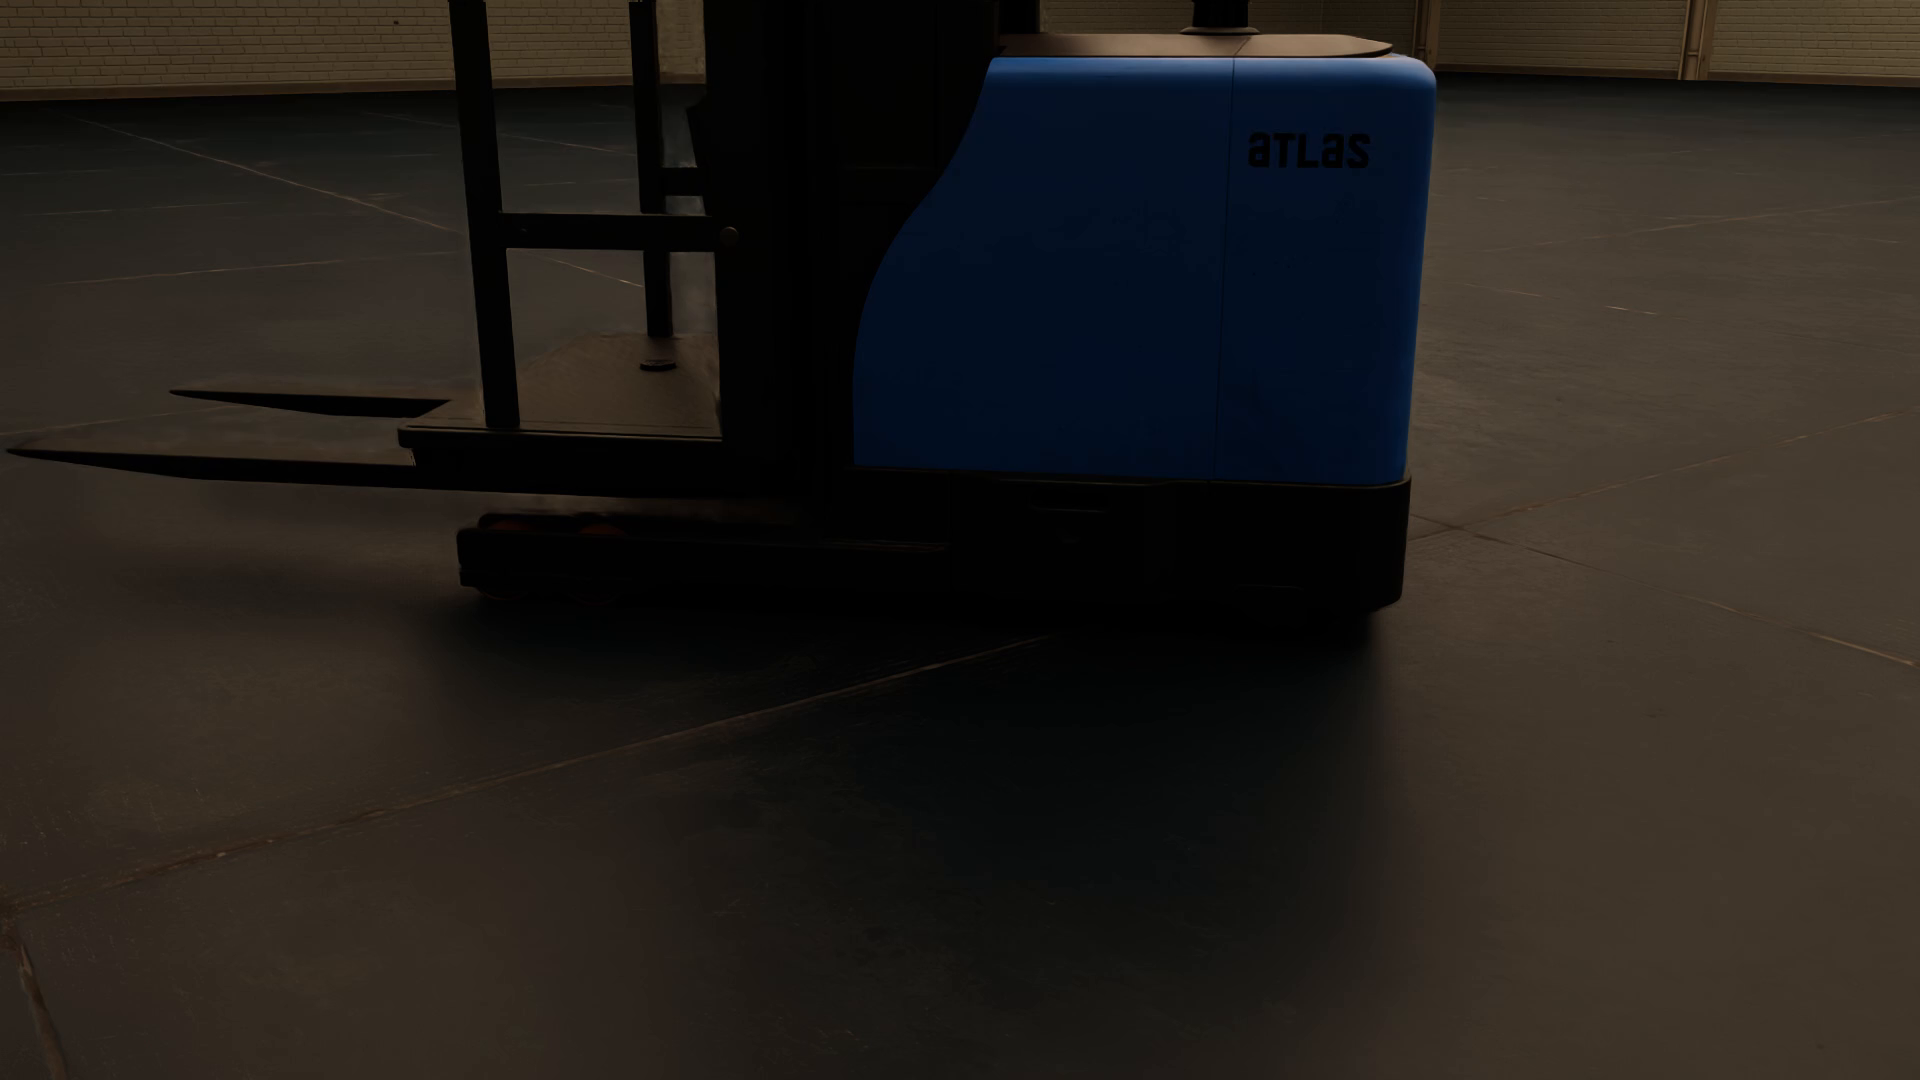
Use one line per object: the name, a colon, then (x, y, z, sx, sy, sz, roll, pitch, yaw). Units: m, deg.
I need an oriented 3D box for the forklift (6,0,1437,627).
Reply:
forklift: (-0.579, -1.417, 3.423, 3.031, 2.935, 1.130, 3, 18, 8)
